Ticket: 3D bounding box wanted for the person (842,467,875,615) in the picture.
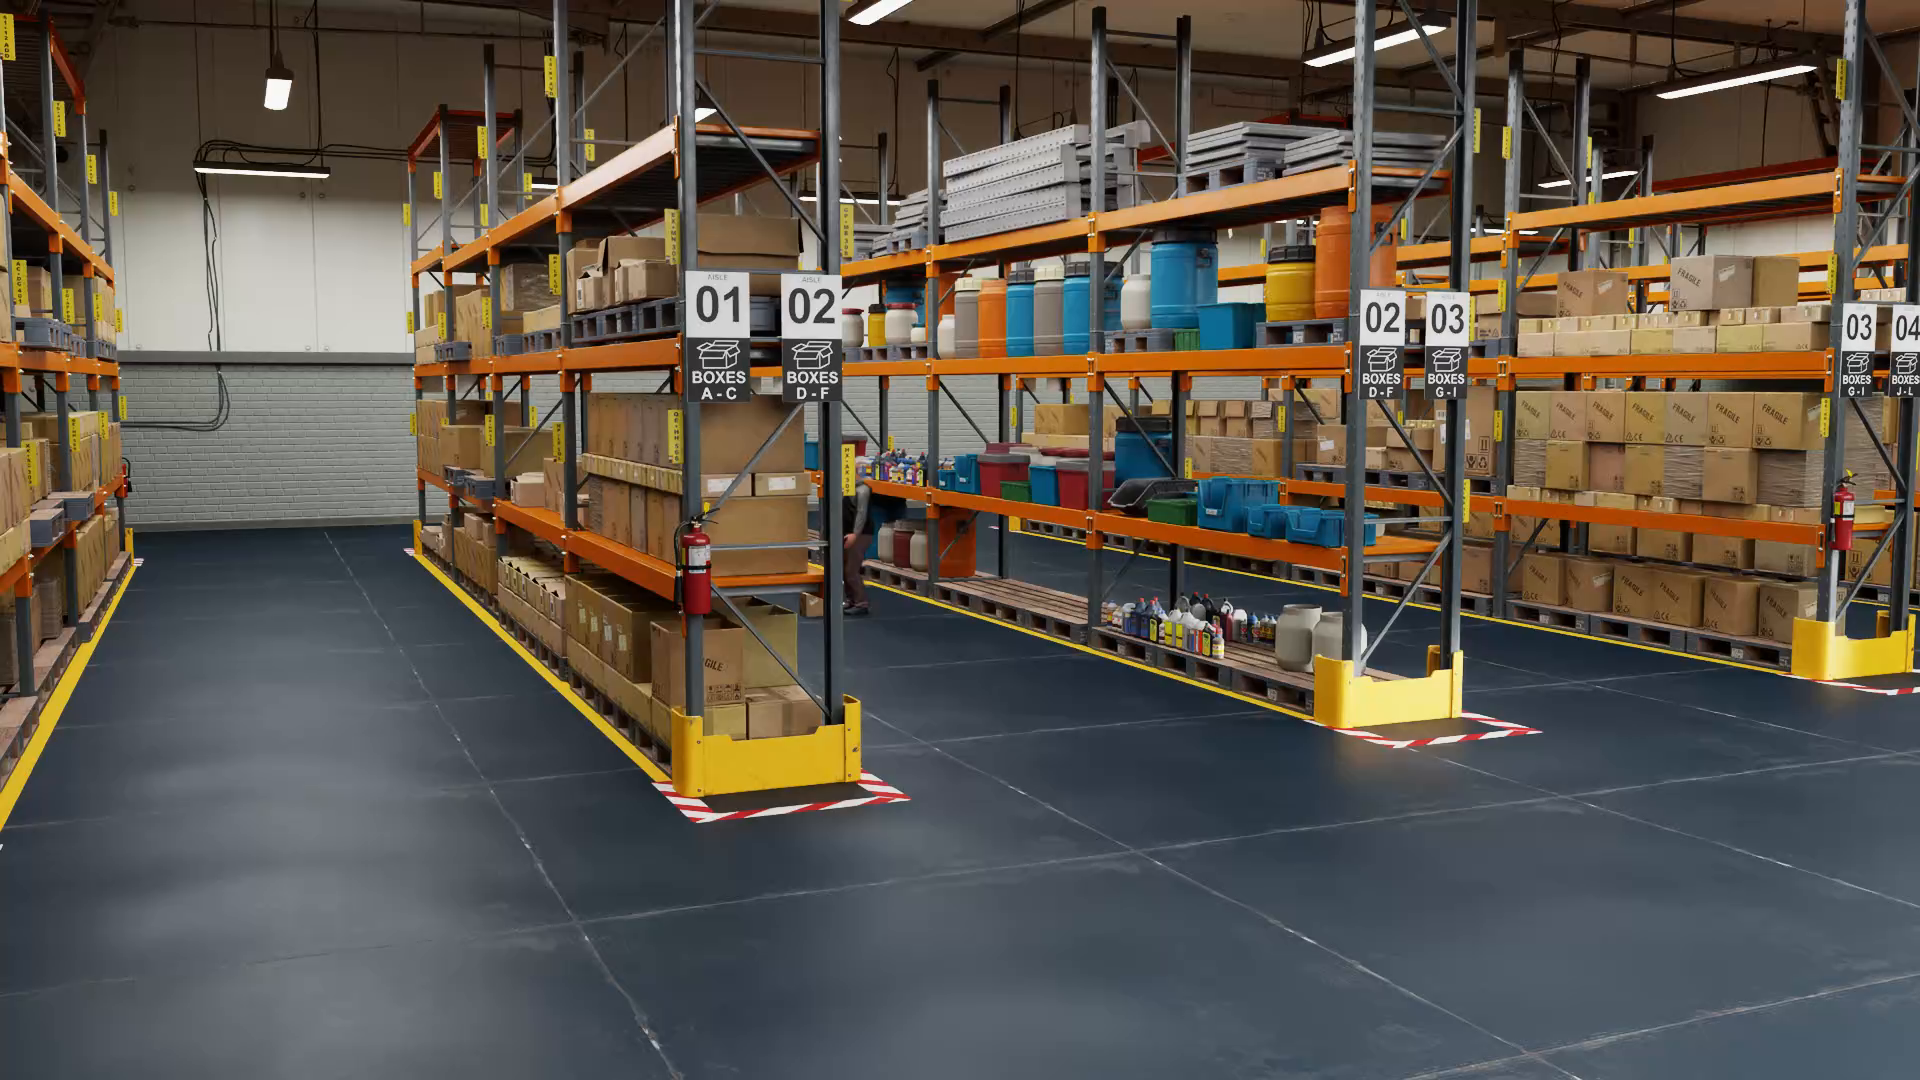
[{"bbox_3d":[-1.158,-0.025,18.337,0.410,1.685,0.552,-2,6,-22],"label":"person"}]
